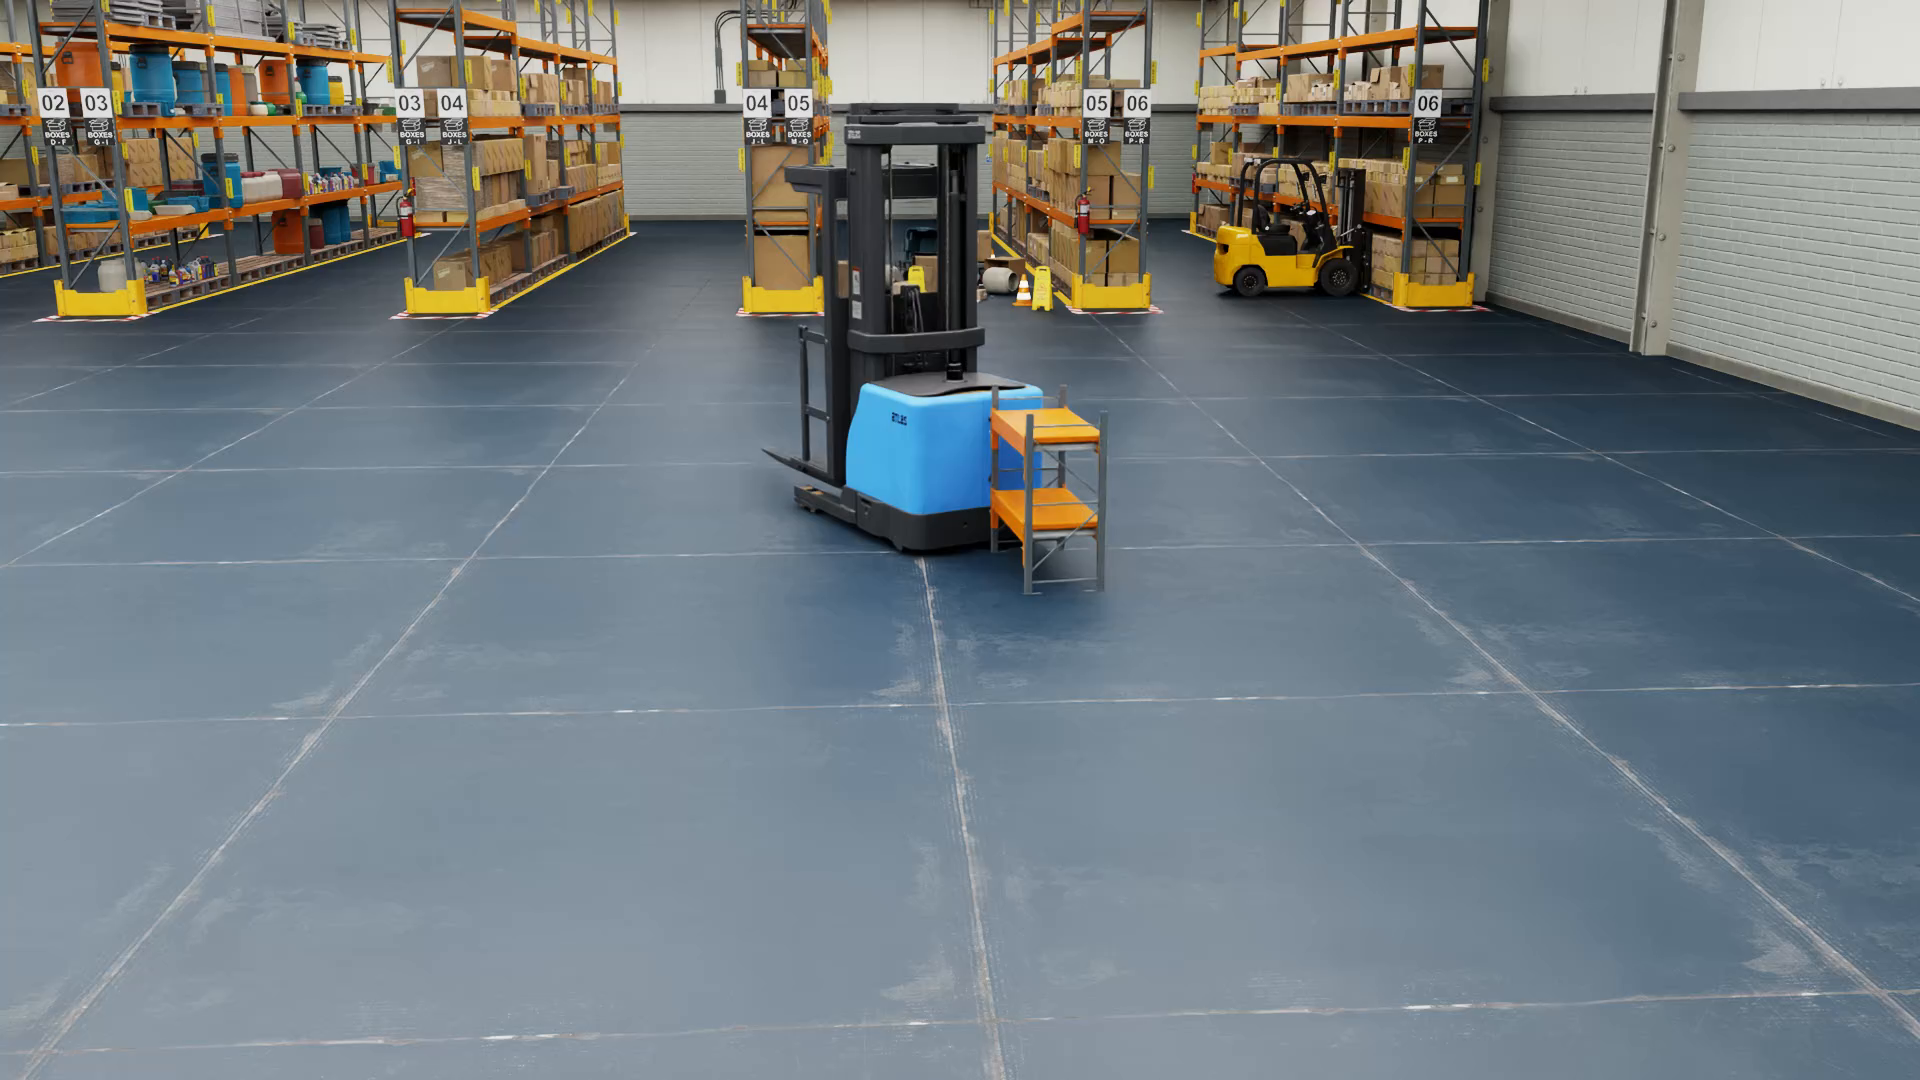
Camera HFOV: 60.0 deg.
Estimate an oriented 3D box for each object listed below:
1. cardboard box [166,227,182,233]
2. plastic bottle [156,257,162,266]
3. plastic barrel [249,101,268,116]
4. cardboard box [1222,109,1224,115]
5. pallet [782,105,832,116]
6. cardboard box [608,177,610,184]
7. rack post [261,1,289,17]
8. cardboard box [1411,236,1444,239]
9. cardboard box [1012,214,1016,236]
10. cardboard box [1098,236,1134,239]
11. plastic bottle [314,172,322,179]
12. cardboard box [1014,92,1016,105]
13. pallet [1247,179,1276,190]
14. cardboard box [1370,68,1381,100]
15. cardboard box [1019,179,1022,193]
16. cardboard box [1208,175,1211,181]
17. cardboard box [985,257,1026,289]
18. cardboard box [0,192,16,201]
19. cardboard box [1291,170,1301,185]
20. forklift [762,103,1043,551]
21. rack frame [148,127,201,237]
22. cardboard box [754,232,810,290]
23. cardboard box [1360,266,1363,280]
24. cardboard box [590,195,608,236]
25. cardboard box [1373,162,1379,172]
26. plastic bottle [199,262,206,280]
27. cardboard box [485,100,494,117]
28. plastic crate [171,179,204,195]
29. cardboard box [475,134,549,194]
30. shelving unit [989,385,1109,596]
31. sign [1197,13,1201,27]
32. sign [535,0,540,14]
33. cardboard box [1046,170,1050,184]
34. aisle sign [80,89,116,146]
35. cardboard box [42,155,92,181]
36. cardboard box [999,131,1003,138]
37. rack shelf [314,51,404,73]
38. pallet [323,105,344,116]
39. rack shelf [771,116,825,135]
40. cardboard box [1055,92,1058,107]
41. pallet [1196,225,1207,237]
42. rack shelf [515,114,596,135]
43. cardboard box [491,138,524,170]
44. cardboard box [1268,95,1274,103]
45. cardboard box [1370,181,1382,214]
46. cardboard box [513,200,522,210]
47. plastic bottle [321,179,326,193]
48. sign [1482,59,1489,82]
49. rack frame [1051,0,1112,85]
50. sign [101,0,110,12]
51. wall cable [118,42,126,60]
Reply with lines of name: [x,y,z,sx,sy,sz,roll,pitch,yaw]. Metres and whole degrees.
cardboard box: [-18.164,-7.173,38.019,0.500,0.250,0.500,-1,14,-3]
plastic bottle: [-13.149,-4.474,27.327,0.144,0.351,0.185,0,14,-2]
plastic barrel: [-12.721,-7.818,30.151,0.301,0.262,0.301,0,14,0]
cardboard box: [6.173,-9.719,37.765,0.380,0.149,0.250,0,14,-2]
pallet: [-3.040,-8.075,31.251,1.213,0.211,1.003,0,14,-1]
cardboard box: [-8.104,-8.096,37.476,0.380,0.149,0.250,-1,14,-3]
rack post: [-13.179,-10.093,31.658,0.624,0.289,0.986,-1,14,-3]
cardboard box: [7.376,-4.665,26.308,0.500,0.250,0.500,-1,14,-3]
cardboard box: [1.622,-7.090,37.361,0.875,0.438,0.875,-1,14,-4]
cardboard box: [2.485,-4.561,26.403,0.500,0.500,0.500,-1,14,-6]
plastic bottle: [-13.580,-7.614,35.197,0.144,0.351,0.185,-1,14,-3]
cardboard box: [1.318,-9.101,34.285,0.396,0.266,0.258,0,14,1]
pallet: [6.631,-7.443,34.820,1.003,0.211,1.213,-1,14,-3]
cardboard box: [7.019,-7.326,26.709,0.797,0.503,0.637,0,14,-2]
cardboard box: [1.464,-7.151,33.599,0.500,0.250,0.500,-1,14,-2]
cardboard box: [6.037,-8.513,39.098,0.380,0.149,0.250,-1,14,-5]
cardboard box: [0.758,-4.483,27.942,0.500,0.500,0.500,10,18,35]
cardboard box: [-17.645,-6.329,30.608,0.380,0.149,0.250,-1,14,-3]
cardboard box: [6.584,-6.853,31.438,0.500,0.250,0.500,-1,14,-5]
forklift: [-0.584,-1.666,12.118,1.130,2.935,3.031,-8,16,-28]
rack frame: [-18.472,-8.659,39.162,1.000,3.000,0.127,-1,14,-3]
cardboard box: [-2.745,-4.226,25.351,0.875,0.875,0.875,-1,14,-3]
cardboard box: [6.809,-4.424,27.375,0.500,0.250,0.500,0,14,-2]
cardboard box: [-8.298,-7.156,36.742,0.875,0.875,0.875,-1,14,-3]
cardboard box: [6.840,-5.971,26.614,0.380,0.149,0.250,-1,14,-2]
plastic bottle: [-12.394,-4.405,27.194,0.061,0.283,0.133,0,14,0]
cardboard box: [-7.430,-6.587,25.391,0.500,0.250,0.500,-1,14,-4]
plastic crate: [-13.120,-5.897,28.298,0.402,0.464,0.583,-1,14,-3]
cardboard box: [-7.751,-6.521,28.803,1.000,1.000,1.000,-1,14,-3]
shelving unit: [0.548,-0.342,10.597,0.538,1.125,1.048,-3,15,-10]
sign: [5.719,-12.430,39.743,0.100,0.325,0.005,-1,14,-3]
sign: [-8.892,-11.249,34.993,0.100,0.325,0.005,-1,14,-3]
cardboard box: [1.792,-6.487,29.079,0.500,0.500,0.500,-1,14,-4]
aisle sign: [-12.240,-6.001,23.614,0.394,0.787,0.004,-1,14,-3]
cardboard box: [-18.312,-7.625,34.099,0.700,0.500,0.500,1,14,5]
cardboard box: [1.106,-9.332,38.268,0.380,0.149,0.250,-1,14,-5]
rack shelf: [-13.404,-10.601,36.914,1.077,0.370,4.000,-1,14,-3]
pallet: [-13.061,-8.626,33.391,1.003,0.211,1.213,-1,14,-3]
rack shelf: [-3.009,-7.480,30.003,1.077,0.370,4.000,-1,14,-3]
cardboard box: [1.845,-7.262,27.416,0.500,0.250,0.500,-1,14,-4]
pallet: [6.315,-7.474,40.152,1.003,0.211,1.213,-1,14,-3]
rack shelf: [-8.213,-8.423,33.669,1.077,0.370,4.000,-1,14,-3]
cardboard box: [-7.539,-6.396,27.561,0.500,0.500,0.500,-1,14,-3]
cardboard box: [6.447,-8.902,33.584,0.380,0.149,0.250,-1,14,-3]
cardboard box: [6.904,-5.486,26.628,0.500,0.500,0.500,-1,14,-4]
cardboard box: [-7.529,-5.594,27.753,0.380,0.149,0.250,-1,14,-3]
plastic bottle: [-12.763,-7.089,33.295,0.061,0.283,0.133,-1,14,-3]
sign: [7.806,-6.984,24.718,0.100,0.325,0.005,-1,14,-3]
rack frame: [2.050,-8.885,28.001,1.000,3.000,0.127,-1,14,-3]
sign: [-11.988,-7.567,23.297,0.100,0.325,0.005,-1,14,-3]
wall cable: [-20.710,-13.883,43.522,3.097,2.526,0.112,-1,14,-3]
